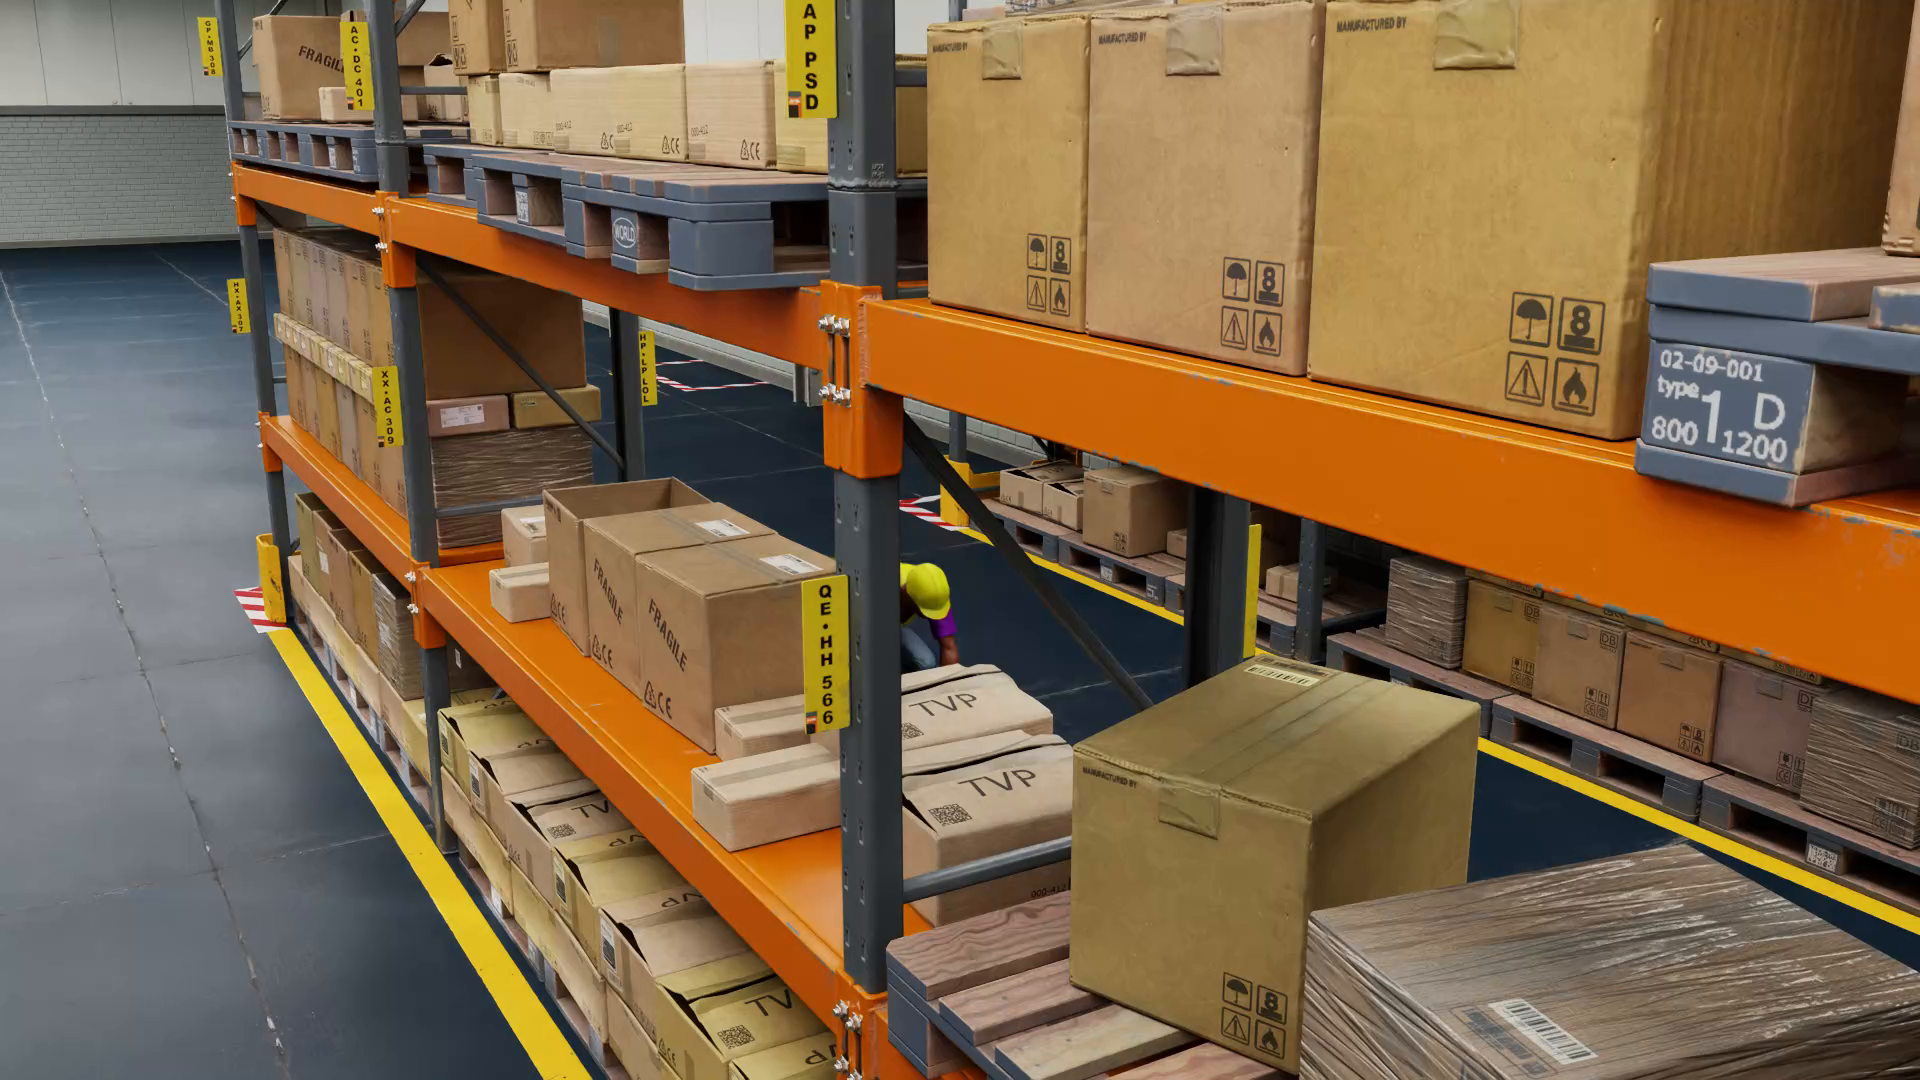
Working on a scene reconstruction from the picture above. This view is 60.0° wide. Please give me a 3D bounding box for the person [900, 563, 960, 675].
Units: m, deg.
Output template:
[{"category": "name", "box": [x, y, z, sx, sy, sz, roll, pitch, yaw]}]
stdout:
[{"category": "person", "box": [-0.352, 0.527, 8.491, 0.579, 0.995, 0.890, -9, 17, -30]}]
